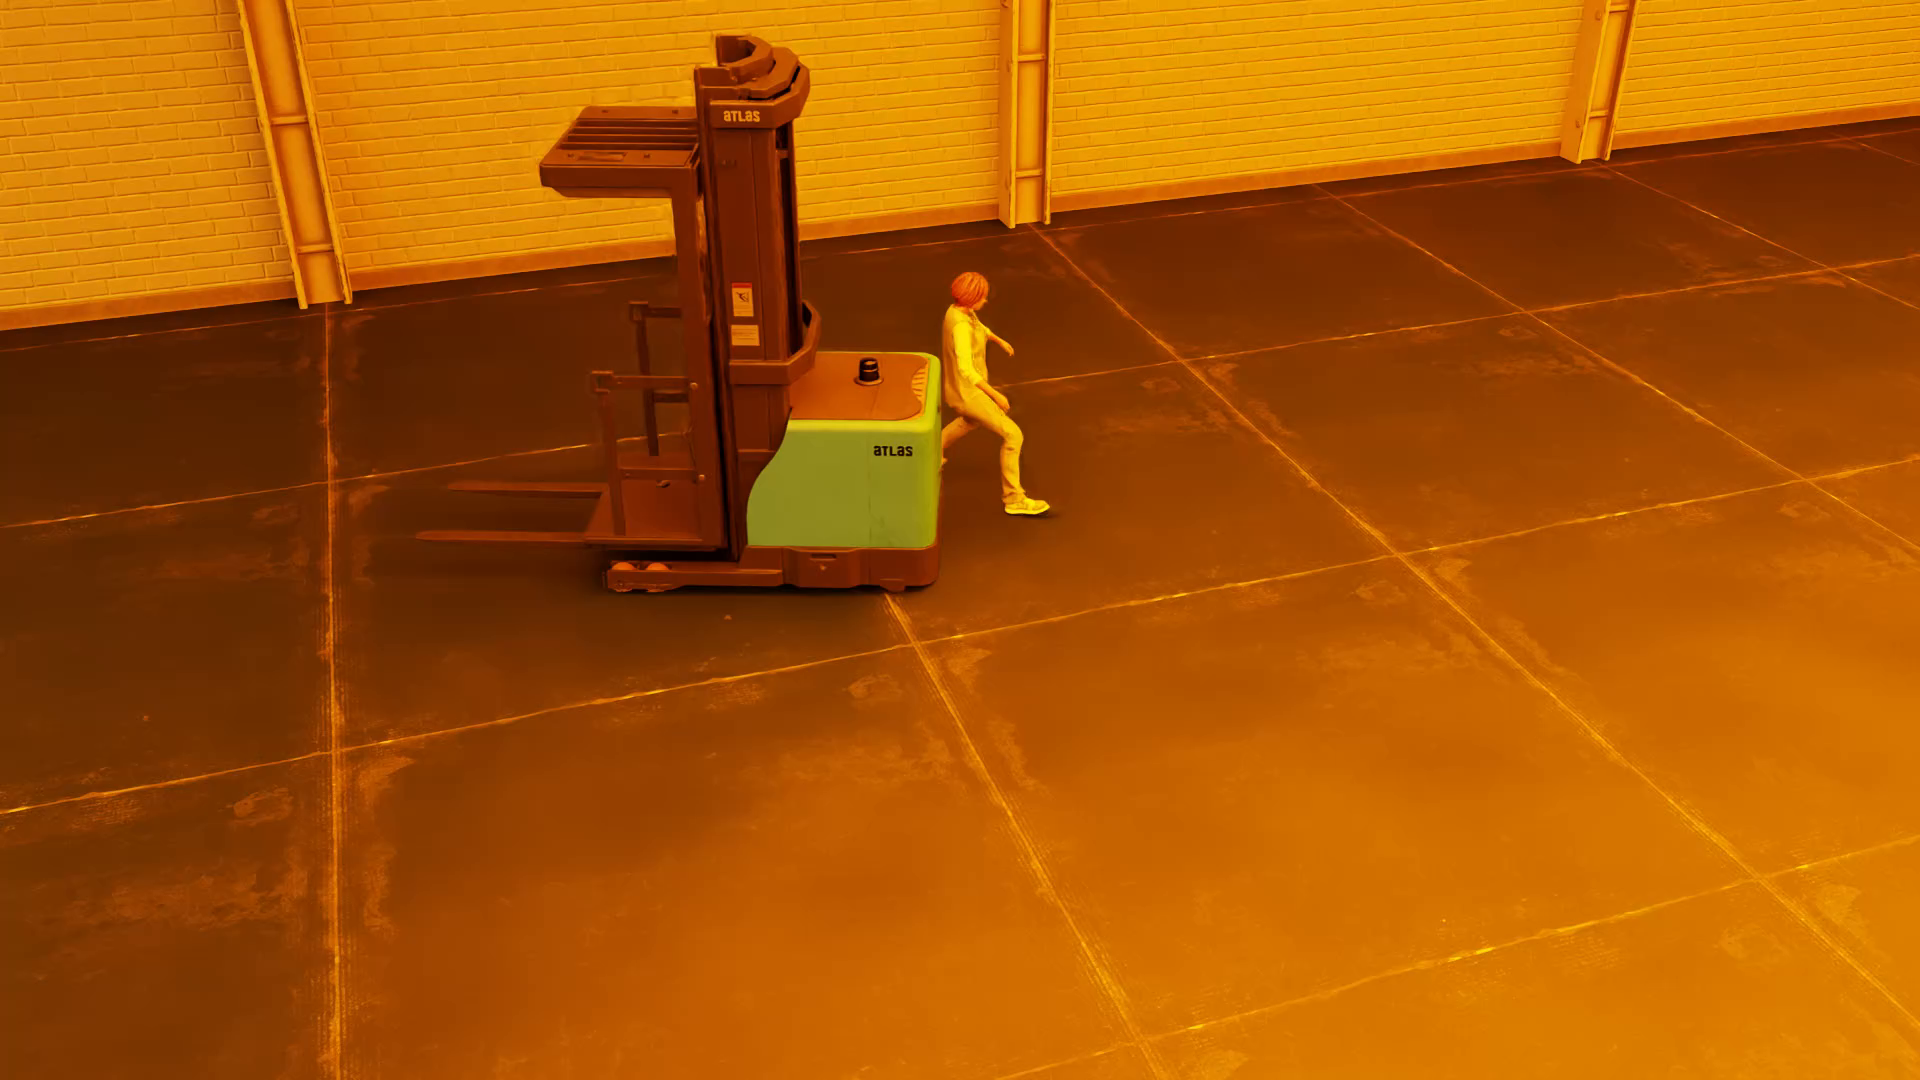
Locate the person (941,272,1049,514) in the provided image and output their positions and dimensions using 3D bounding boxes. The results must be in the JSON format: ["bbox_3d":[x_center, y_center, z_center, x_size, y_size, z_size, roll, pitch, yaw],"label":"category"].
[{"bbox_3d":[0.135,-0.956,10.273,0.835,1.477,0.845,0,30,0],"label":"person"}]

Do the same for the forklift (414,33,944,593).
[{"bbox_3d":[-1.628,-1.231,9.227,3.031,2.935,1.130,1,30,2],"label":"forklift"}]
